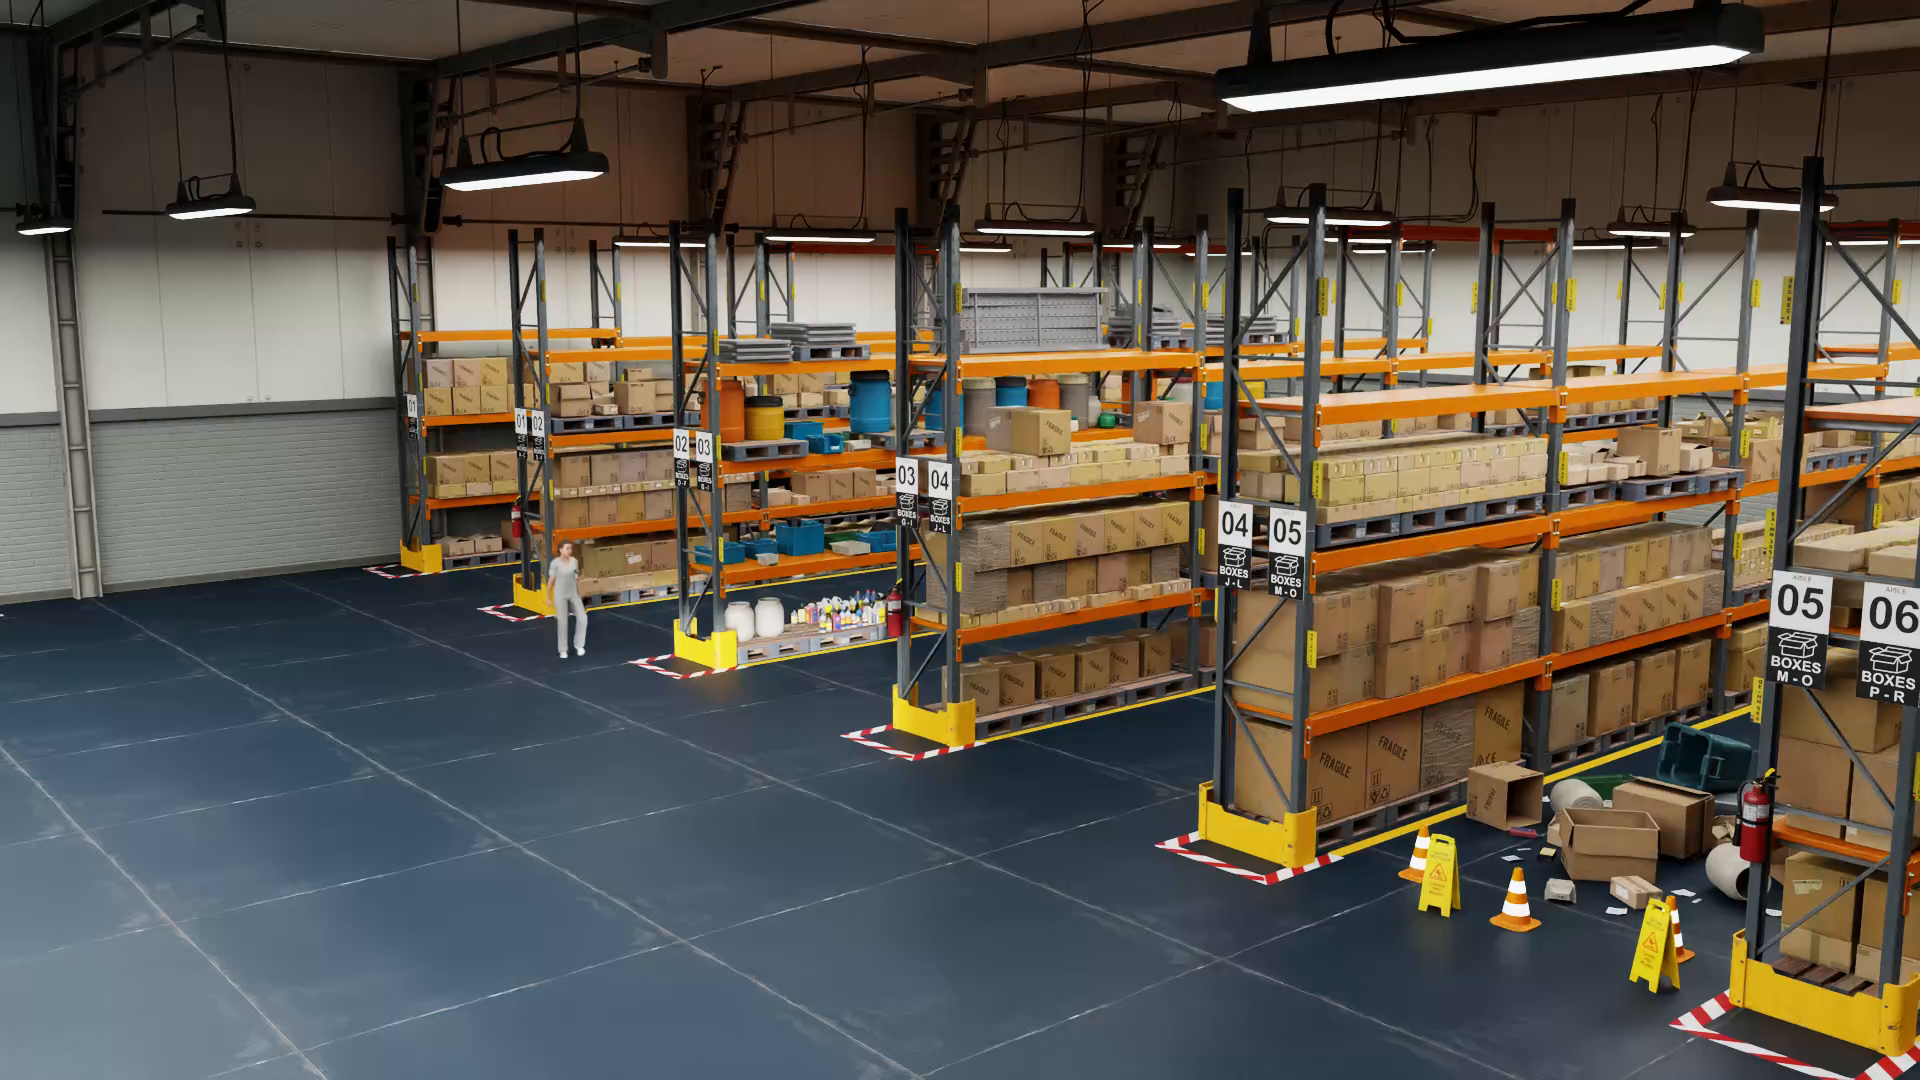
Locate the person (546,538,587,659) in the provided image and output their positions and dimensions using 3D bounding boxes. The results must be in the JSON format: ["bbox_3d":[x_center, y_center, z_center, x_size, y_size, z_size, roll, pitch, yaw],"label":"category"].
[{"bbox_3d":[-5.501,0.806,23.156,0.569,1.670,0.378,-7,11,-37],"label":"person"}]

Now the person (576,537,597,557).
[{"bbox_3d":[0.790,0.912,21.613,7.155,1.974,21.420,-4,10,-25],"label":"person"}]
